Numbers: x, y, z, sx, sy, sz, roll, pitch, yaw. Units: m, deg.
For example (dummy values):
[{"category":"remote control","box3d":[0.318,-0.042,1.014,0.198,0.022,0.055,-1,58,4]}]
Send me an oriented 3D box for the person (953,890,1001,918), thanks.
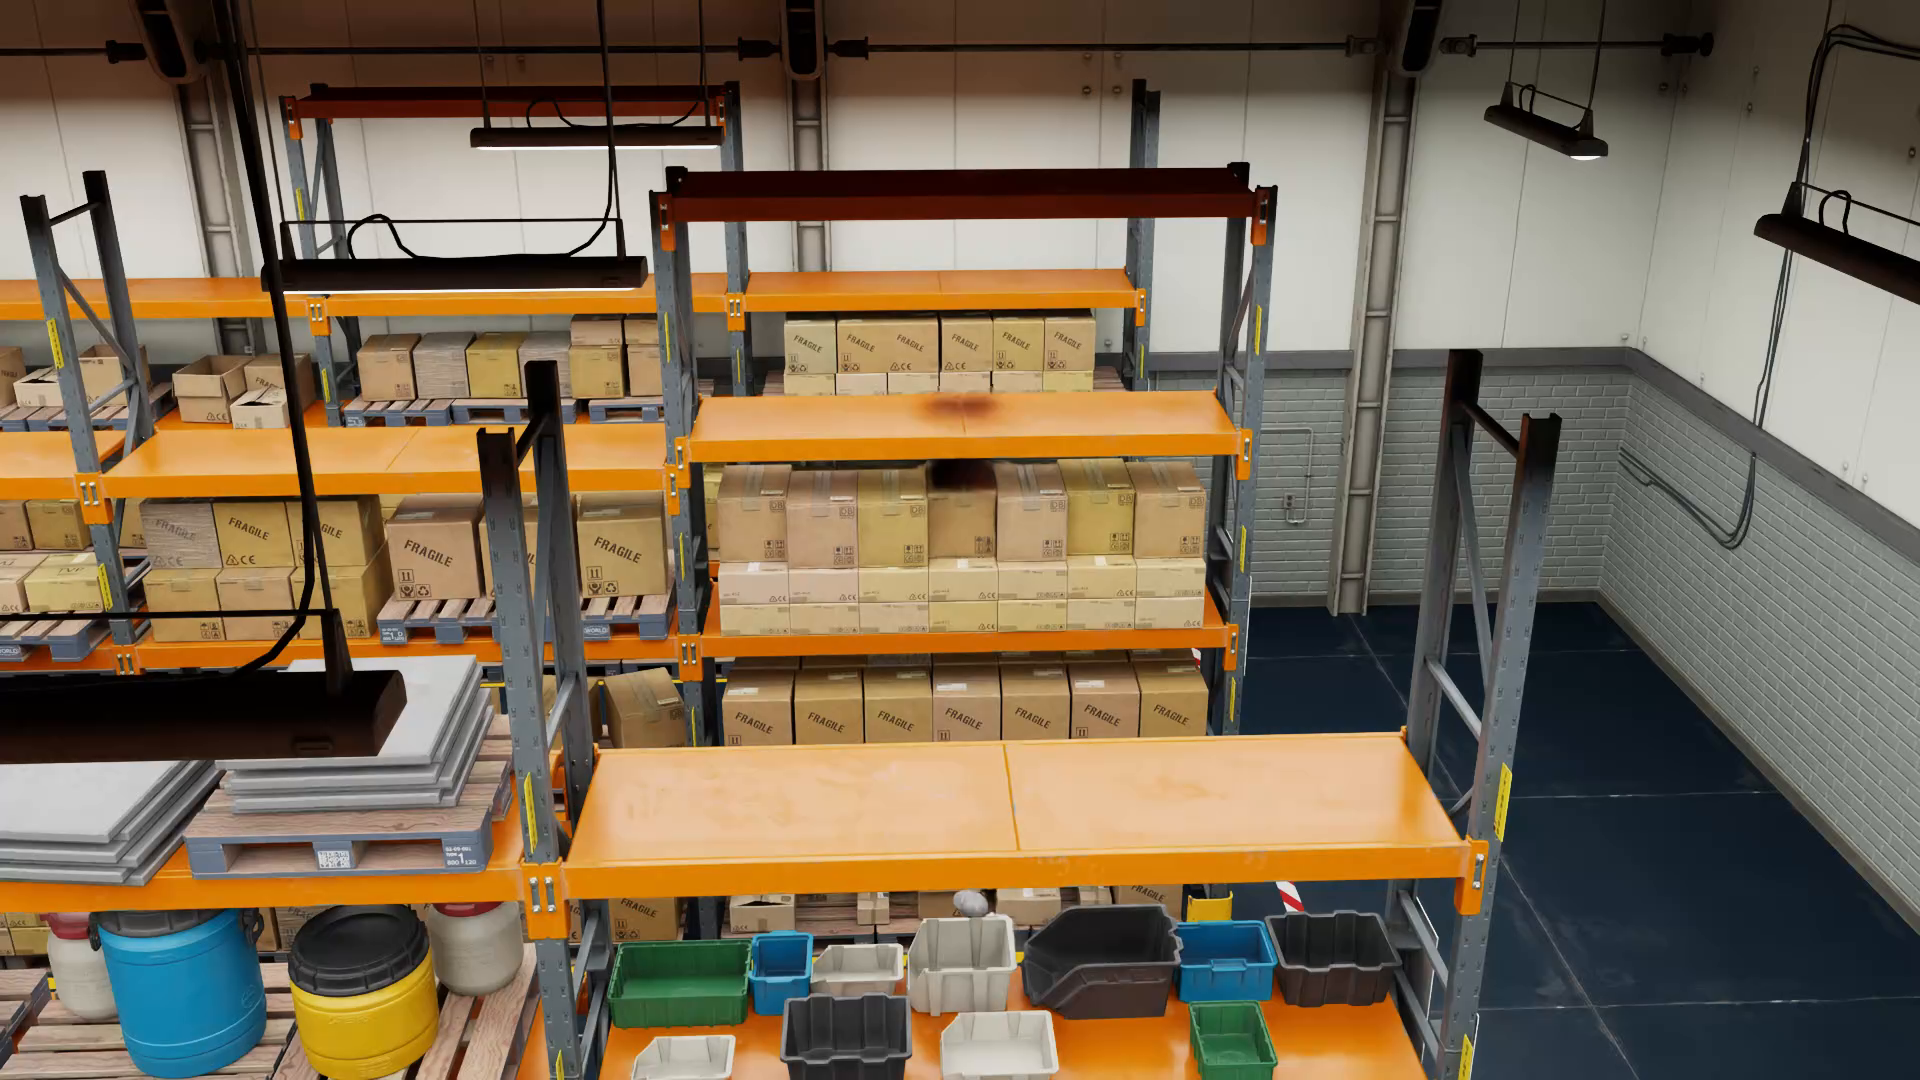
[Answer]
[{"category":"person","box3d":[0.029,3.102,11.438,0.586,1.730,0.606,9,24,21]}]
